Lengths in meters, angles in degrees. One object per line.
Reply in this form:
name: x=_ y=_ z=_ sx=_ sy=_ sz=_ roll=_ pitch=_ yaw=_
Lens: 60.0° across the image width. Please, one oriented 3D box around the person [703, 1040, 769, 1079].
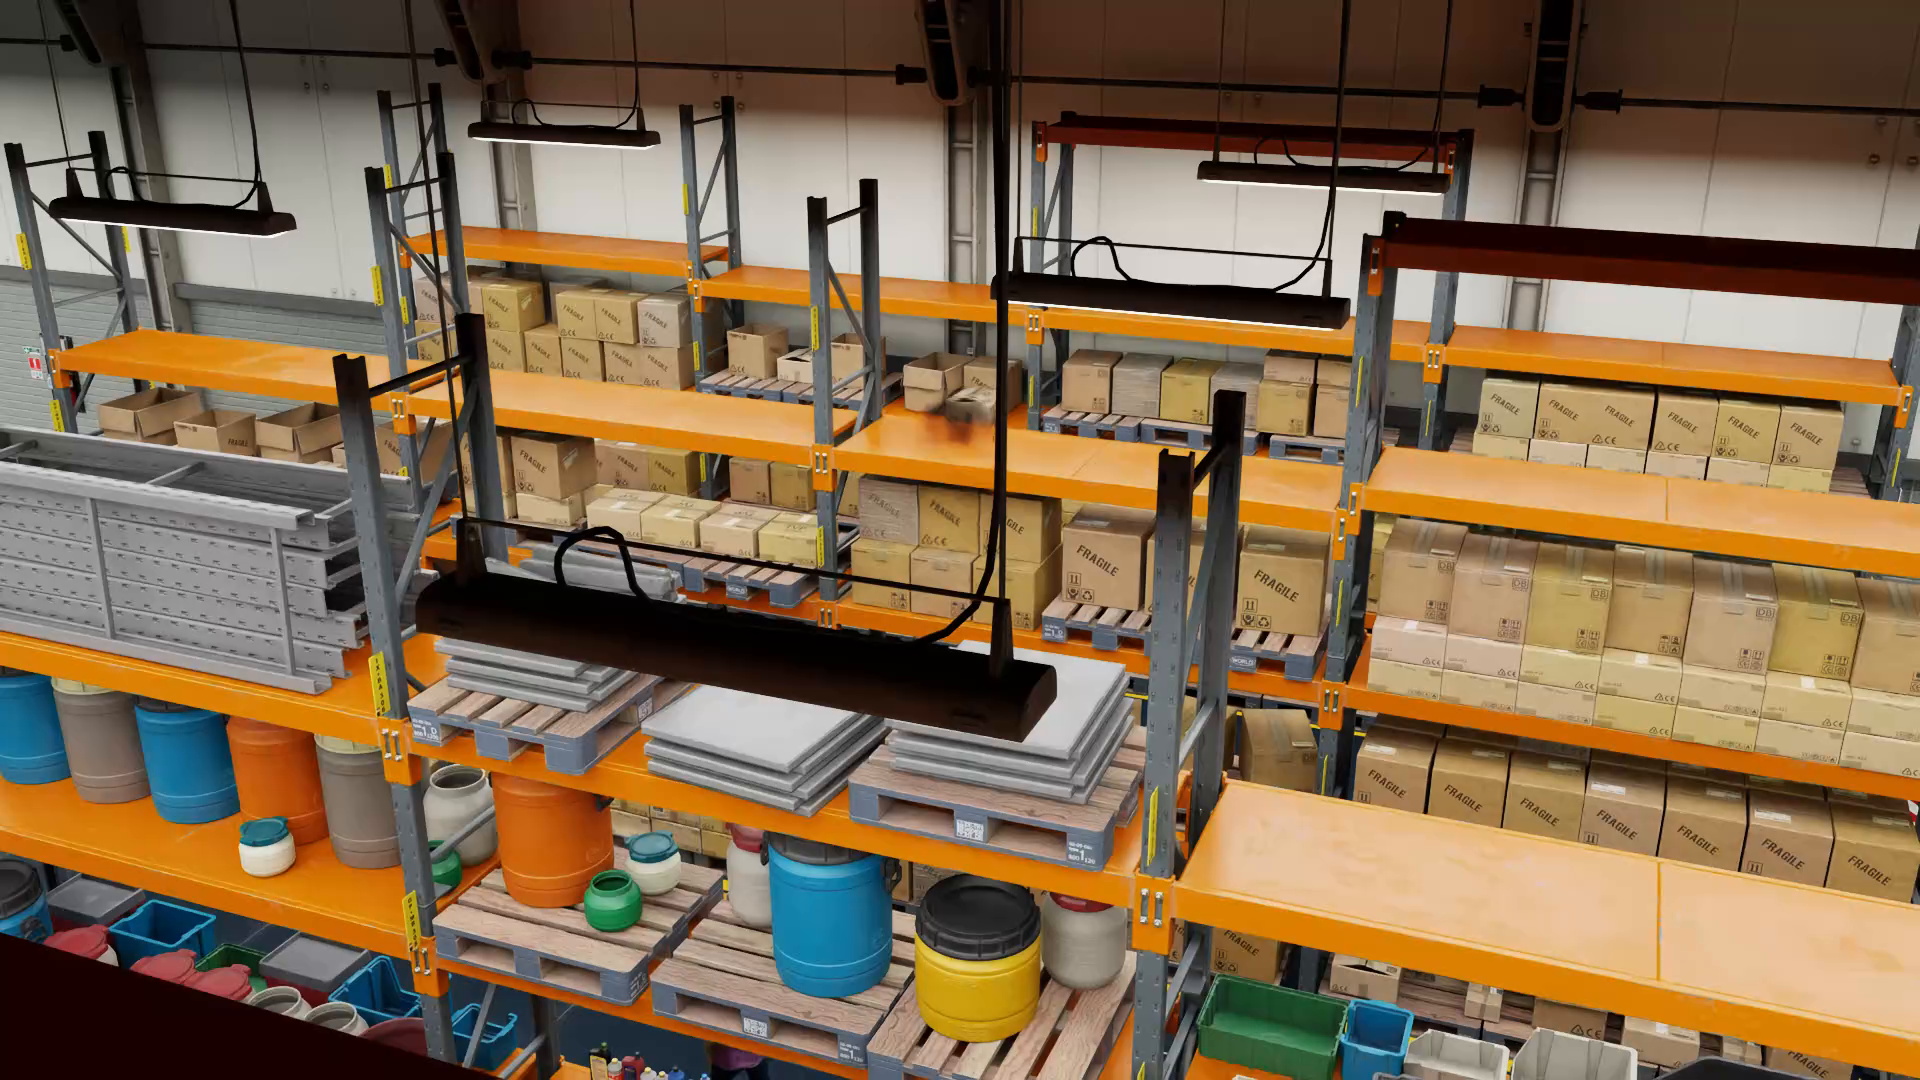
person: x=-1.462 y=3.461 z=11.111 sx=0.497 sy=1.559 sz=0.678 roll=-9 pitch=23 yaw=-22
